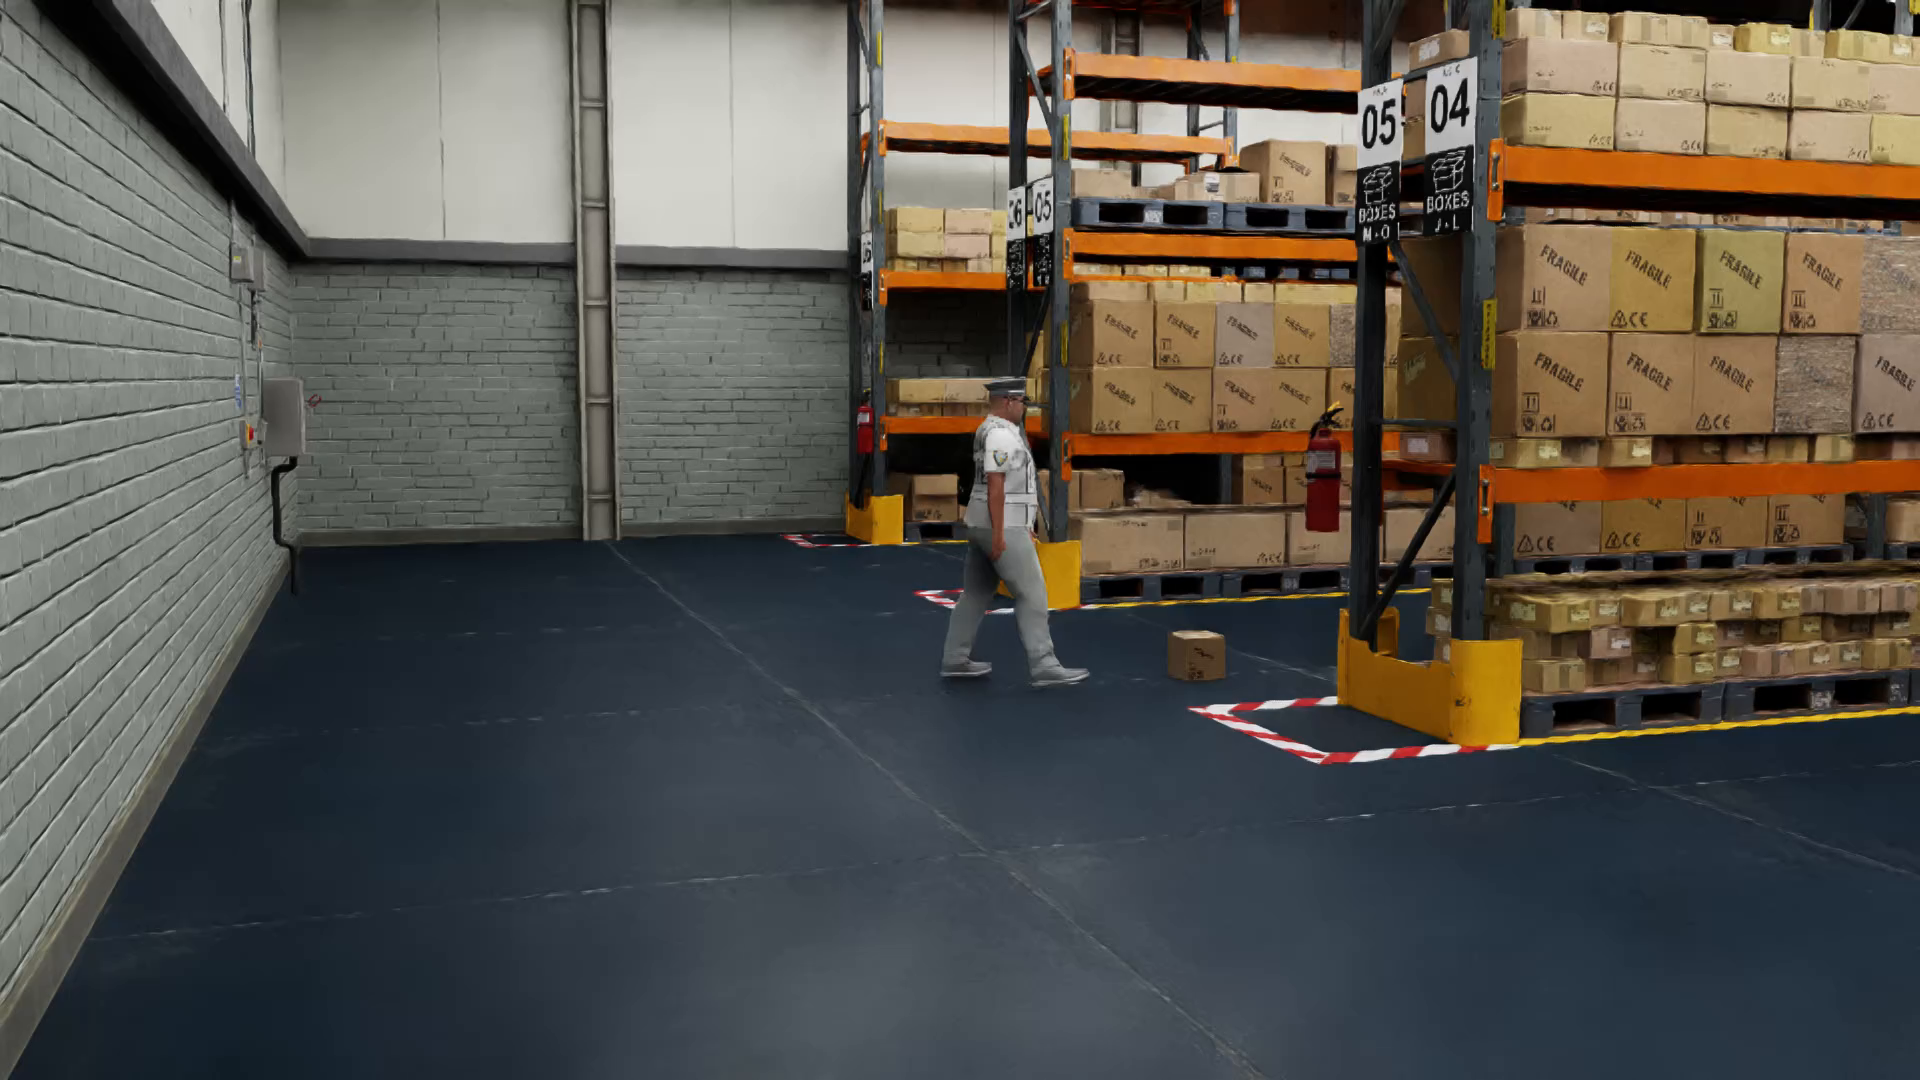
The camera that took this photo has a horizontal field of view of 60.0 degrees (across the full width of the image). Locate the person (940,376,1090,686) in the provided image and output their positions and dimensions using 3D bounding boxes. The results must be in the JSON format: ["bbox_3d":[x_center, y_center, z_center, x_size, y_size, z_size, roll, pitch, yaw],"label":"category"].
[{"bbox_3d":[0.298,-0.060,9.342,0.749,1.713,0.660,-1,6,-13],"label":"person"}]
